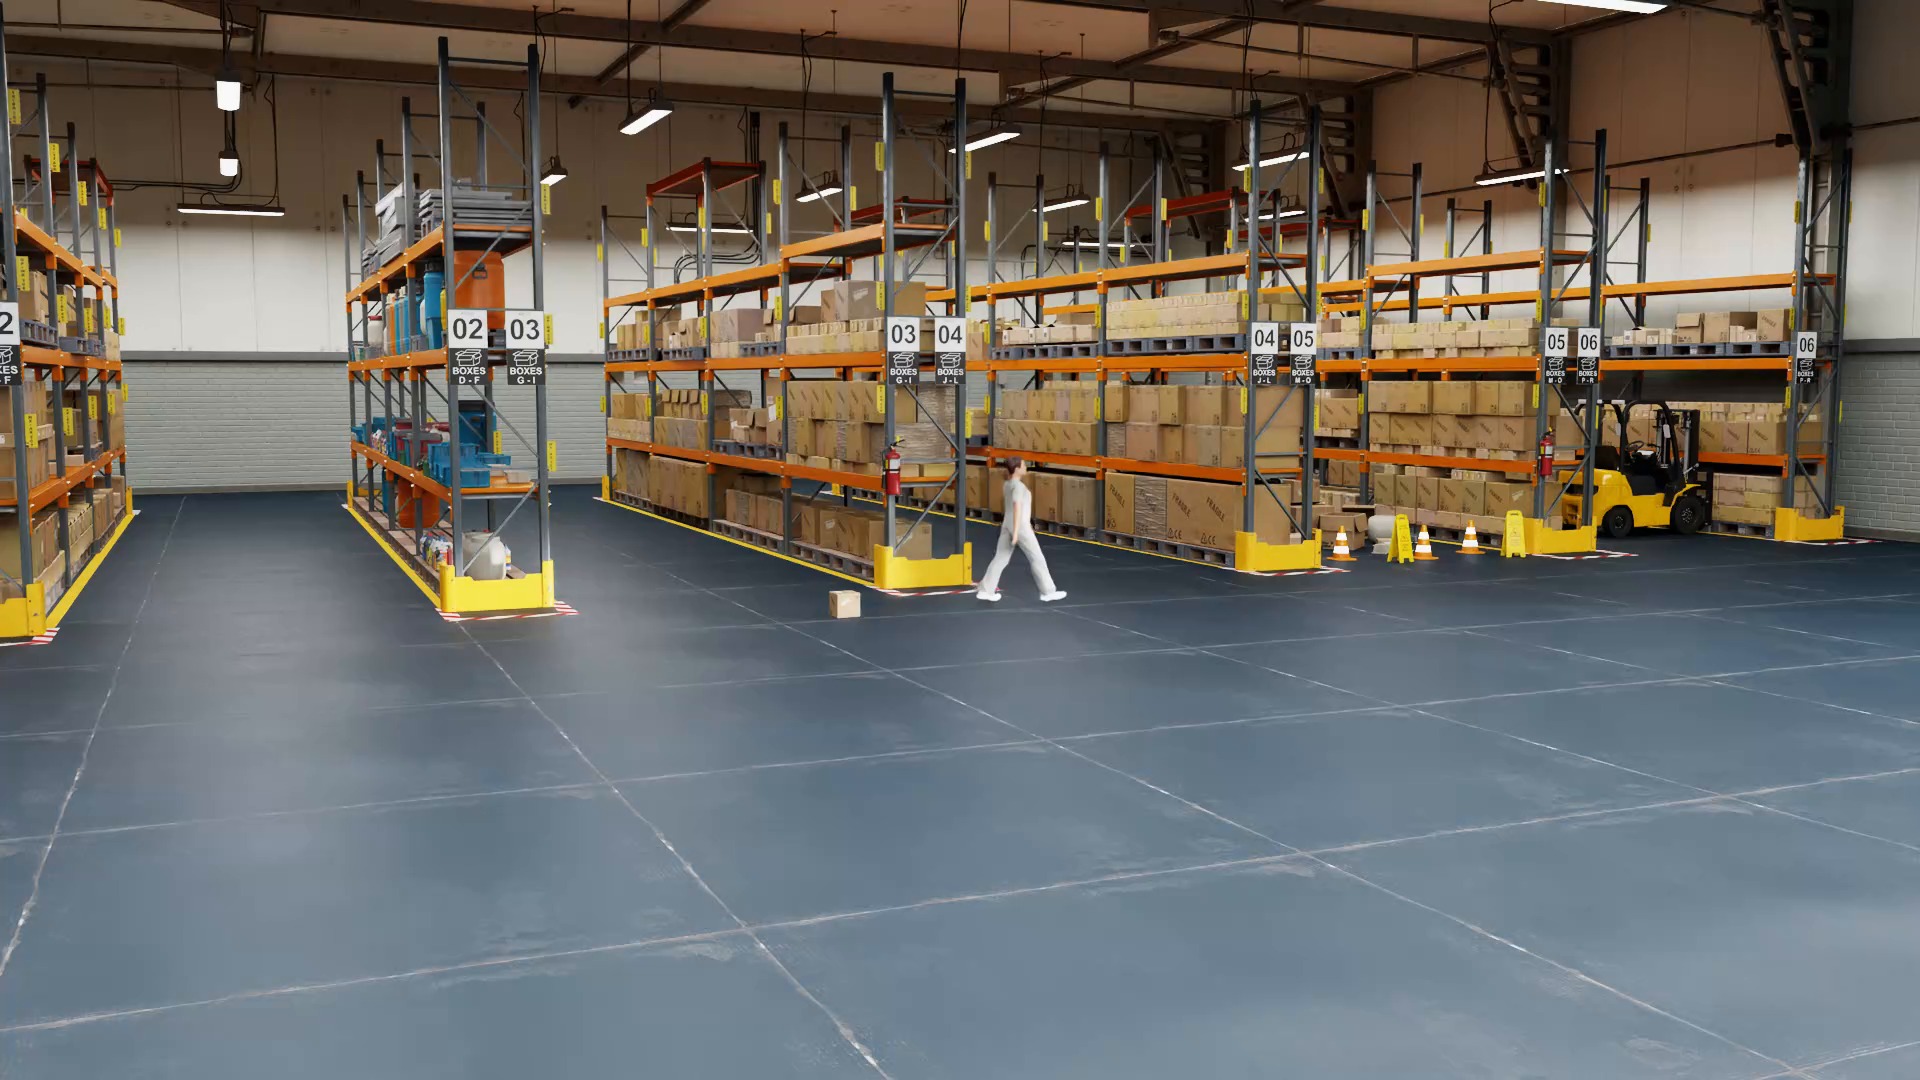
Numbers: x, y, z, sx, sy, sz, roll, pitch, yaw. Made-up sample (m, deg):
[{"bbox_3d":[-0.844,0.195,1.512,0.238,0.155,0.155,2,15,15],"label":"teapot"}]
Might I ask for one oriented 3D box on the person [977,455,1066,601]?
[{"bbox_3d":[0.665,-0.128,18.261,1.049,1.606,0.453,-3,6,-26],"label":"person"}]
